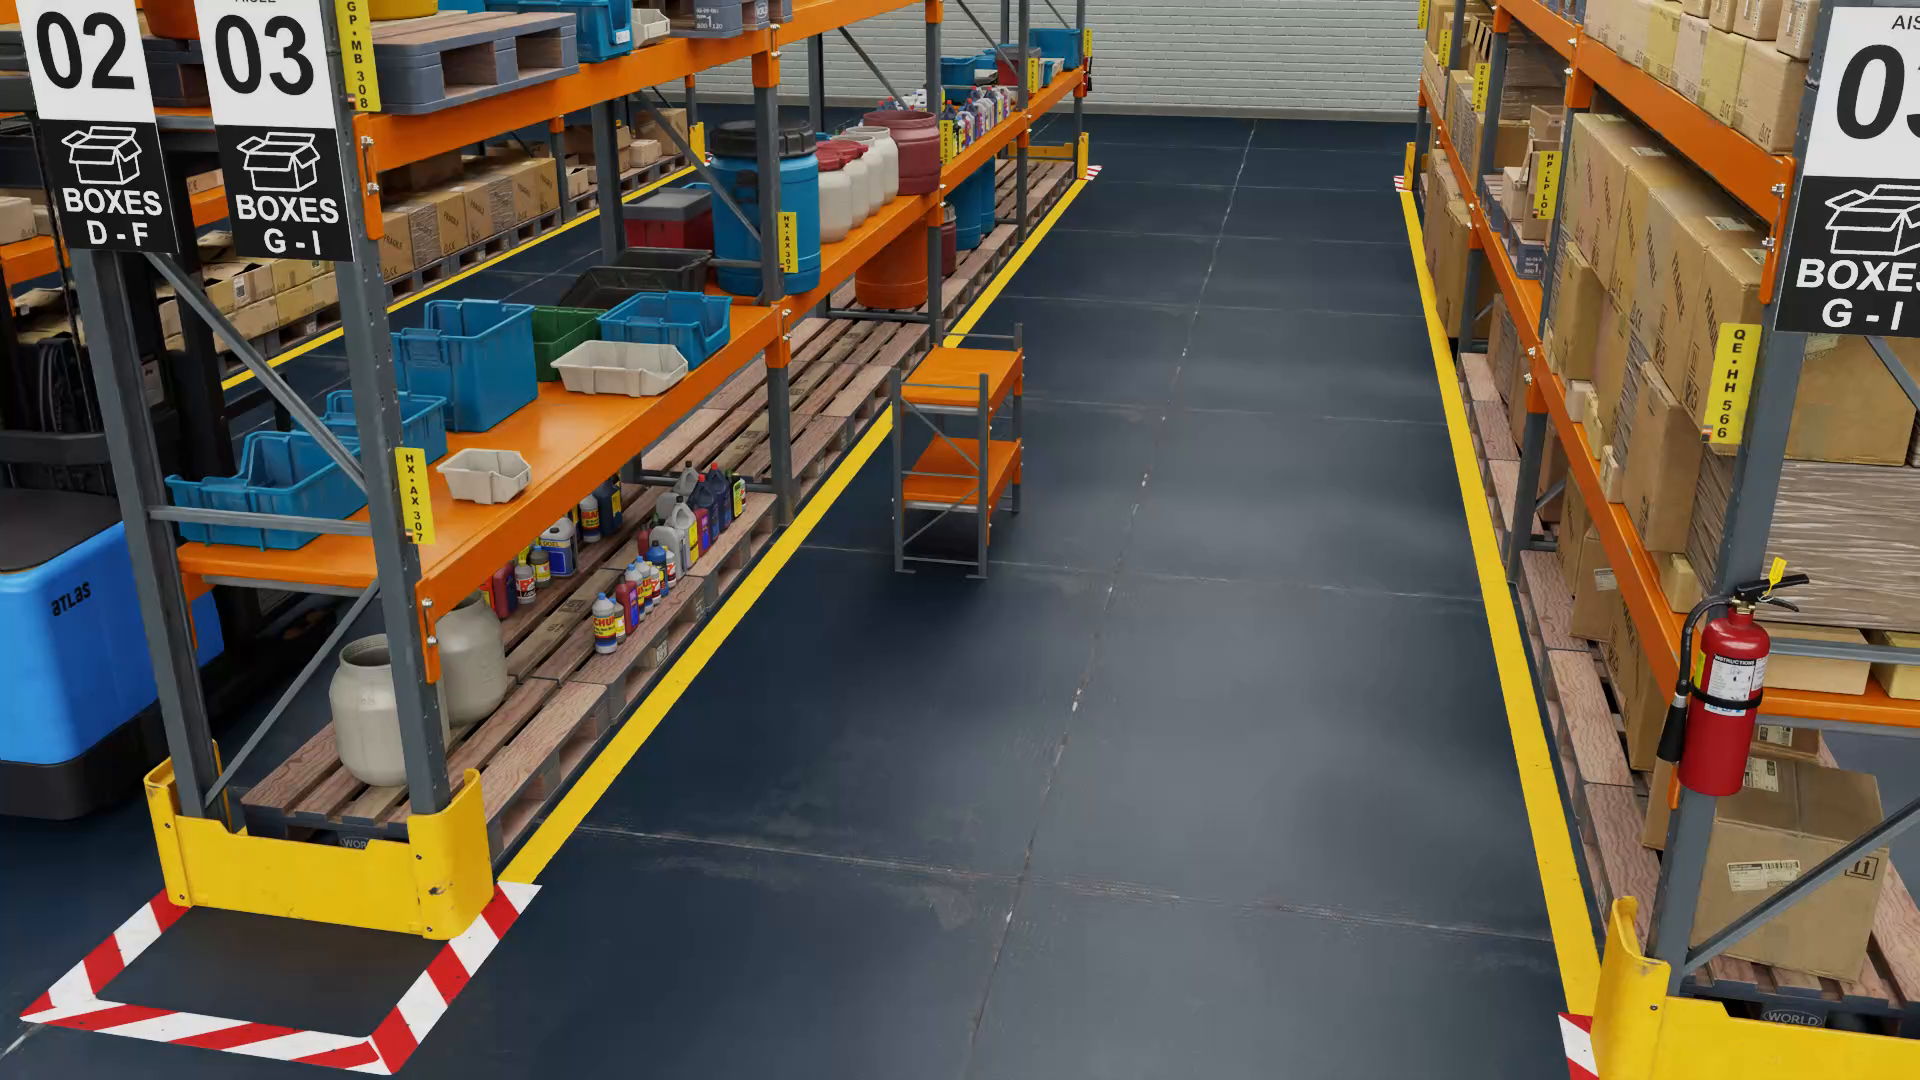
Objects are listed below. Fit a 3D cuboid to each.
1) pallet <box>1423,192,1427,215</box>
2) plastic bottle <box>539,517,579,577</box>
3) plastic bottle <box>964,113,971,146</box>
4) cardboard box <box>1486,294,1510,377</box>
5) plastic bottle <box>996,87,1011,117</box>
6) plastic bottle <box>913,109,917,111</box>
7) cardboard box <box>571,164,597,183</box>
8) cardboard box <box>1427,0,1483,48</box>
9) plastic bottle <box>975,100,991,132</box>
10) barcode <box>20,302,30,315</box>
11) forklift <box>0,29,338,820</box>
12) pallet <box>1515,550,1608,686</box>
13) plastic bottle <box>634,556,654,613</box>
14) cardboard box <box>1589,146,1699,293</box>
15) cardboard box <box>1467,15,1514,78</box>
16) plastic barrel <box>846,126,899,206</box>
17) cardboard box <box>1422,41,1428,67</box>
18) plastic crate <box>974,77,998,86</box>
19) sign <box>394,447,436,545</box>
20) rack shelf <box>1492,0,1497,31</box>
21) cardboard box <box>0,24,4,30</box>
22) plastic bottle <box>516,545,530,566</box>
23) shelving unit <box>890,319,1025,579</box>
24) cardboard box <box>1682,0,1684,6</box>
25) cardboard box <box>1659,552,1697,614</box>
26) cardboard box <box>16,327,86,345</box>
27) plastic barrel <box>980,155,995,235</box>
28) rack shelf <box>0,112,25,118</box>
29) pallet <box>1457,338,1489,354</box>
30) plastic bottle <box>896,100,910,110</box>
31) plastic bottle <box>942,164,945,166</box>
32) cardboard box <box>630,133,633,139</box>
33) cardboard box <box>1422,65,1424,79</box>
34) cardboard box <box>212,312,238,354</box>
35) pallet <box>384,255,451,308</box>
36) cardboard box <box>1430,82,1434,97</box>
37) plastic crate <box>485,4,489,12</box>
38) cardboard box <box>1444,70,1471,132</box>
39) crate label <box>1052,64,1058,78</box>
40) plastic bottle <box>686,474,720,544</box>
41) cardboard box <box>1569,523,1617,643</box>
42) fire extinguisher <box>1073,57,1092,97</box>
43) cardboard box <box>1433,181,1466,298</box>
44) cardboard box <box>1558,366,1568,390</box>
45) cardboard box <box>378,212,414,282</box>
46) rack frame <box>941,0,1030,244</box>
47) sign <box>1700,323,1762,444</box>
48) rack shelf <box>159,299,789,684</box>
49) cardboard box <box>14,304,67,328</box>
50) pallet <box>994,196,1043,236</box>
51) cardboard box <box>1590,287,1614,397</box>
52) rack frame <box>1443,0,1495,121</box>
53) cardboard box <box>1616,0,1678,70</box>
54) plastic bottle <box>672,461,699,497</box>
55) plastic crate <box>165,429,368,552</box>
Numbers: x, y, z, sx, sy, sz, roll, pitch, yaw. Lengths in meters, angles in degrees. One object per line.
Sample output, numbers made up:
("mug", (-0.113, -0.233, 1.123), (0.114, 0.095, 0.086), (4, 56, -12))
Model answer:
("pallet", (5.498, -3.491, 17.740), (1.003, 0.211, 1.213), (4, 22, 11))
("plastic bottle", (-2.007, 0.032, 8.315), (0.152, 0.276, 0.135), (4, 22, 11))
("plastic bottle", (0.046, -3.517, 14.242), (0.097, 0.271, 0.097), (0, 22, 0))
("cardboard box", (4.086, -1.400, 11.573), (0.700, 0.500, 0.500), (3, 22, 8))
("plastic bottle", (0.407, -4.217, 15.974), (0.152, 0.276, 0.135), (4, 22, 11))
("plastic bottle", (-0.407, -3.784, 15.001), (0.097, 0.201, 0.097), (0, 22, 0))
("cardboard box", (-4.213, -4.166, 18.886), (0.380, 0.166, 0.250), (4, 22, 11))
("cardboard box", (5.372, -5.607, 18.058), (0.500, 0.500, 0.500), (4, 22, 10))
("plastic bottle", (0.202, -3.849, 15.062), (0.152, 0.276, 0.135), (4, 22, 11))
("barcode", (-5.850, -1.448, 10.405), (0.001, 0.075, 0.075), (4, 22, 11))
("forklift", (-3.656, -0.789, 7.389), (1.130, 2.935, 3.031), (4, 22, 10))
("pallet", (3.285, 0.402, 8.072), (1.003, 0.211, 1.213), (4, 22, 11))
("plastic bottle", (-1.512, 0.206, 7.890), (0.097, 0.271, 0.097), (0, 22, 0))
("cardboard box", (2.844, -1.277, 6.638), (0.500, 0.500, 0.500), (4, 22, 11))
("cardboard box", (4.898, -4.343, 14.645), (0.797, 0.503, 0.637), (4, 22, 10))
("plastic barrel", (-0.646, -2.639, 11.742), (0.421, 0.512, 0.421), (0, 22, 0))
("cardboard box", (5.474, -5.442, 18.653), (0.500, 0.250, 0.500), (4, 22, 9))
("plastic crate", (0.136, -4.773, 17.477), (0.437, 0.125, 0.590), (4, 22, 11))
("sign", (-1.740, -0.139, 5.313), (0.100, 0.325, 0.005), (4, 22, 11))
("rack shelf", (4.612, -4.392, 13.190), (1.077, 0.370, 4.000), (4, 22, 11))
("cardboard box", (-9.694, -4.990, 16.166), (0.500, 0.250, 0.500), (4, 22, 10))
("plastic bottle", (-2.196, 0.064, 8.137), (0.144, 0.351, 0.185), (5, 23, 13))
("shelving unit", (0.001, -0.524, 9.150), (0.538, 1.125, 1.048), (4, 22, 11))
("cardboard box", (2.696, -1.881, 5.660), (0.380, 0.149, 0.250), (3, 22, 8))
("cardboard box", (2.479, 0.133, 5.344), (0.380, 0.149, 0.250), (4, 22, 11))
("cardboard box", (-5.982, -1.208, 10.705), (0.500, 0.311, 0.500), (5, 22, 11))
("plastic barrel", (0.043, -3.467, 16.193), (0.600, 0.901, 0.708), (4, 22, 11))
("rack shelf", (-9.936, -4.133, 16.563), (1.077, 0.370, 4.000), (4, 22, 11))
("pallet", (4.438, -1.592, 13.023), (1.003, 0.211, 1.213), (4, 22, 11))
("plastic bottle", (-0.533, -3.822, 14.994), (0.152, 0.276, 0.135), (4, 22, 11))
("plastic bottle", (-0.170, -3.097, 13.295), (0.097, 0.201, 0.097), (0, 22, 0))
("cardboard box", (-4.352, -4.853, 20.481), (0.500, 0.250, 0.500), (4, 22, 11))
("cardboard box", (5.441, -5.307, 18.852), (0.380, 0.149, 0.250), (5, 22, 12))
("cardboard box", (-5.672, -1.507, 12.197), (0.500, 0.250, 0.500), (5, 22, 12))
("pallet", (-5.304, -2.336, 14.870), (1.003, 0.211, 1.213), (4, 22, 11))
("cardboard box", (5.076, -4.648, 17.216), (0.380, 0.149, 0.250), (5, 22, 12))
("plastic crate", (-2.050, -2.254, 7.203), (0.336, 0.188, 0.450), (4, 22, 11))
("cardboard box", (4.681, -3.963, 15.043), (0.500, 0.500, 0.500), (5, 22, 11))
("crate label", (0.892, -5.291, 18.748), (0.396, 0.136, 0.243), (4, 22, 11))
("plastic bottle", (-1.350, -0.165, 8.704), (0.144, 0.351, 0.185), (3, 22, 8))
("cardboard box", (3.157, 0.178, 7.679), (0.500, 0.500, 0.500), (12, 25, 28))
("fire extinguisher", (1.463, -5.717, 20.137), (0.296, 0.674, 0.183), (4, 22, 11))
("cardboard box", (4.554, -2.388, 13.549), (1.225, 0.875, 0.875), (5, 22, 11))
("cardboard box", (2.961, -0.783, 7.620), (0.380, 0.149, 0.250), (4, 22, 11))
("cardboard box", (-5.121, -2.548, 14.423), (0.500, 0.500, 0.500), (5, 23, 13))
("rack frame", (0.171, -4.443, 16.370), (1.000, 3.000, 0.127), (4, 22, 11))
("sign", (2.032, -0.410, 4.383), (0.100, 0.325, 0.005), (4, 22, 11))
("rack shelf", (-1.869, -0.452, 7.424), (1.077, 0.370, 4.000), (4, 22, 11))
("cardboard box", (-6.408, -1.436, 11.272), (0.500, 0.311, 0.500), (5, 22, 12))
("pallet", (0.283, -3.421, 17.566), (1.003, 0.211, 1.213), (4, 22, 11))
("cardboard box", (3.095, -0.793, 6.776), (0.875, 0.500, 0.500), (4, 22, 11))
("rack frame", (5.020, -4.065, 15.433), (1.000, 3.000, 0.127), (4, 22, 11))
("cardboard box", (2.830, -1.942, 6.345), (0.500, 0.250, 0.500), (4, 22, 9))
("plastic bottle", (-1.452, -0.246, 8.906), (0.144, 0.351, 0.185), (4, 22, 11))
("plastic crate", (-2.468, -0.191, 6.012), (0.499, 0.251, 0.616), (4, 22, 11))
